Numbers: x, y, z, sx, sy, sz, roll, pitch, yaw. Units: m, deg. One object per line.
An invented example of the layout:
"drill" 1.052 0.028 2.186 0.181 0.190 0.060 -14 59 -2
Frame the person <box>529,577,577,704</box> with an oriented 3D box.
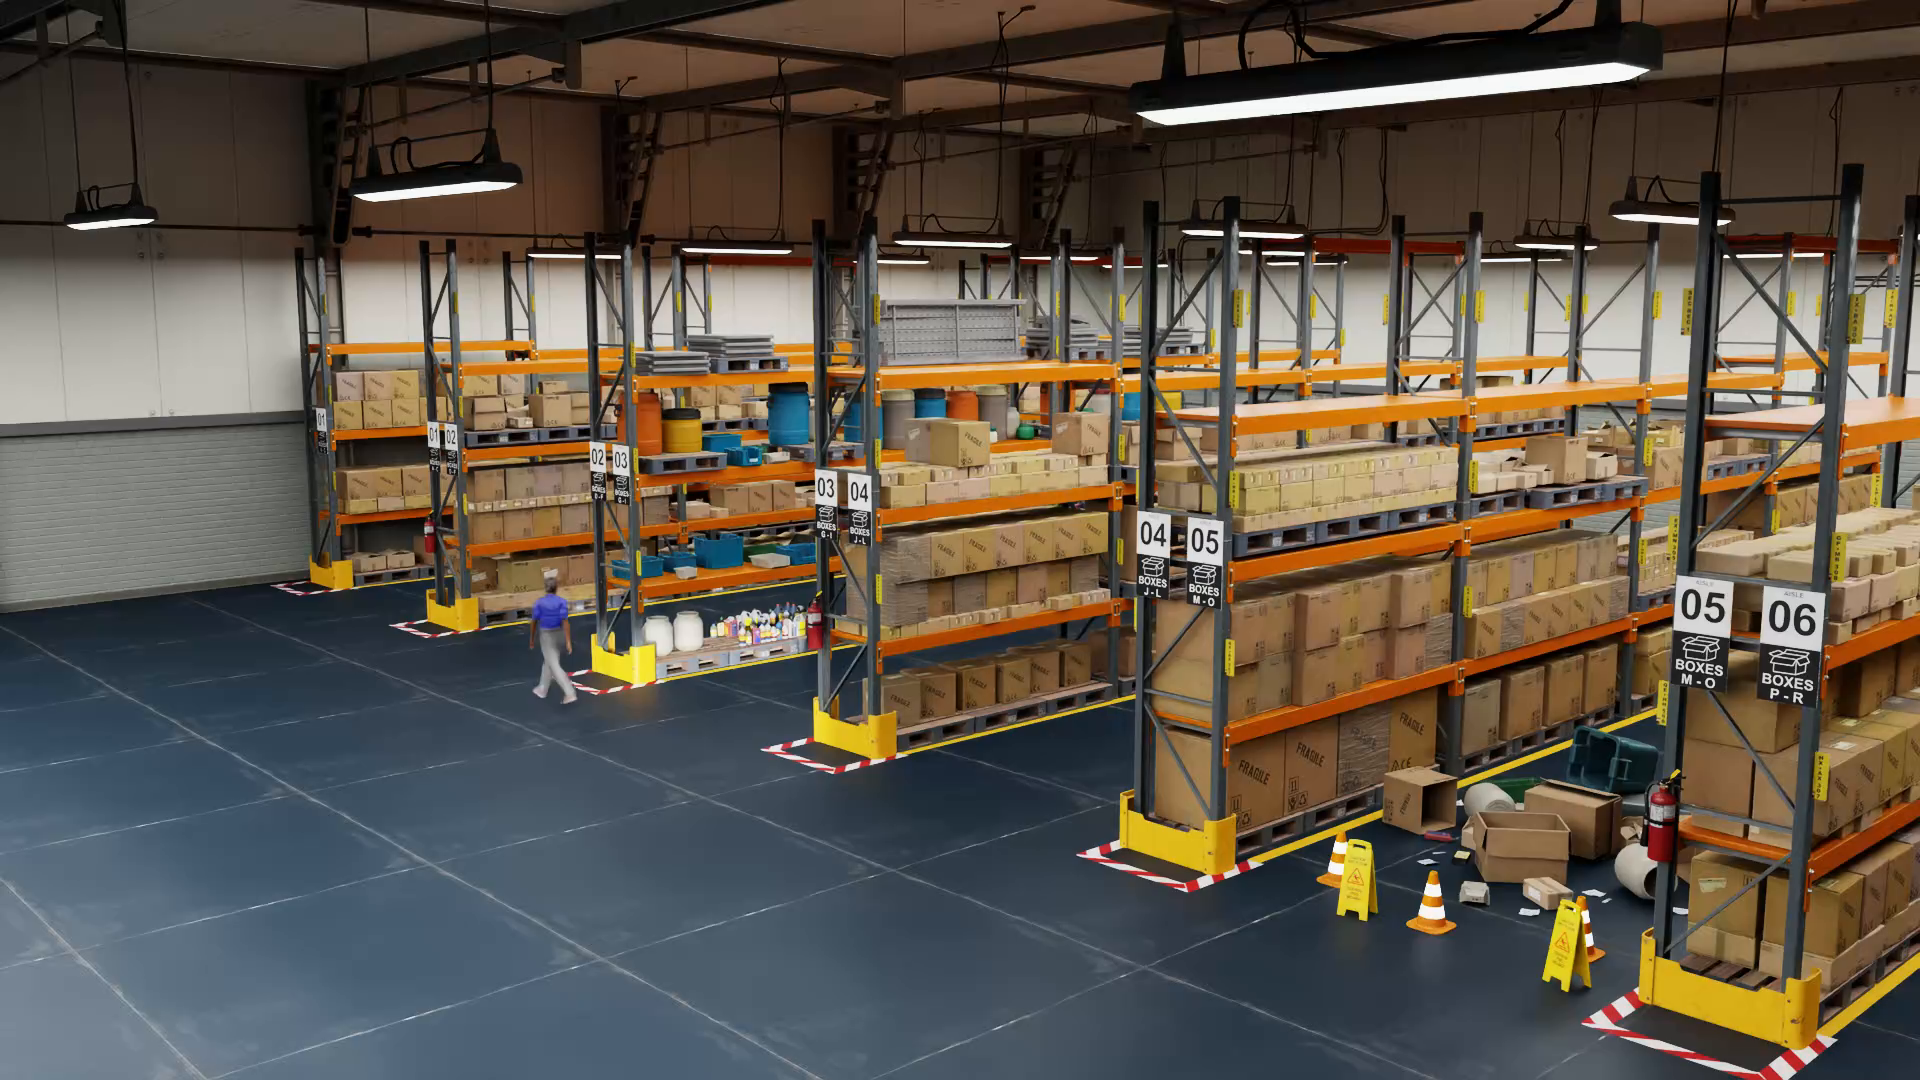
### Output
"person" -5.209 1.265 21.195 0.975 1.612 0.417 5 10 29
